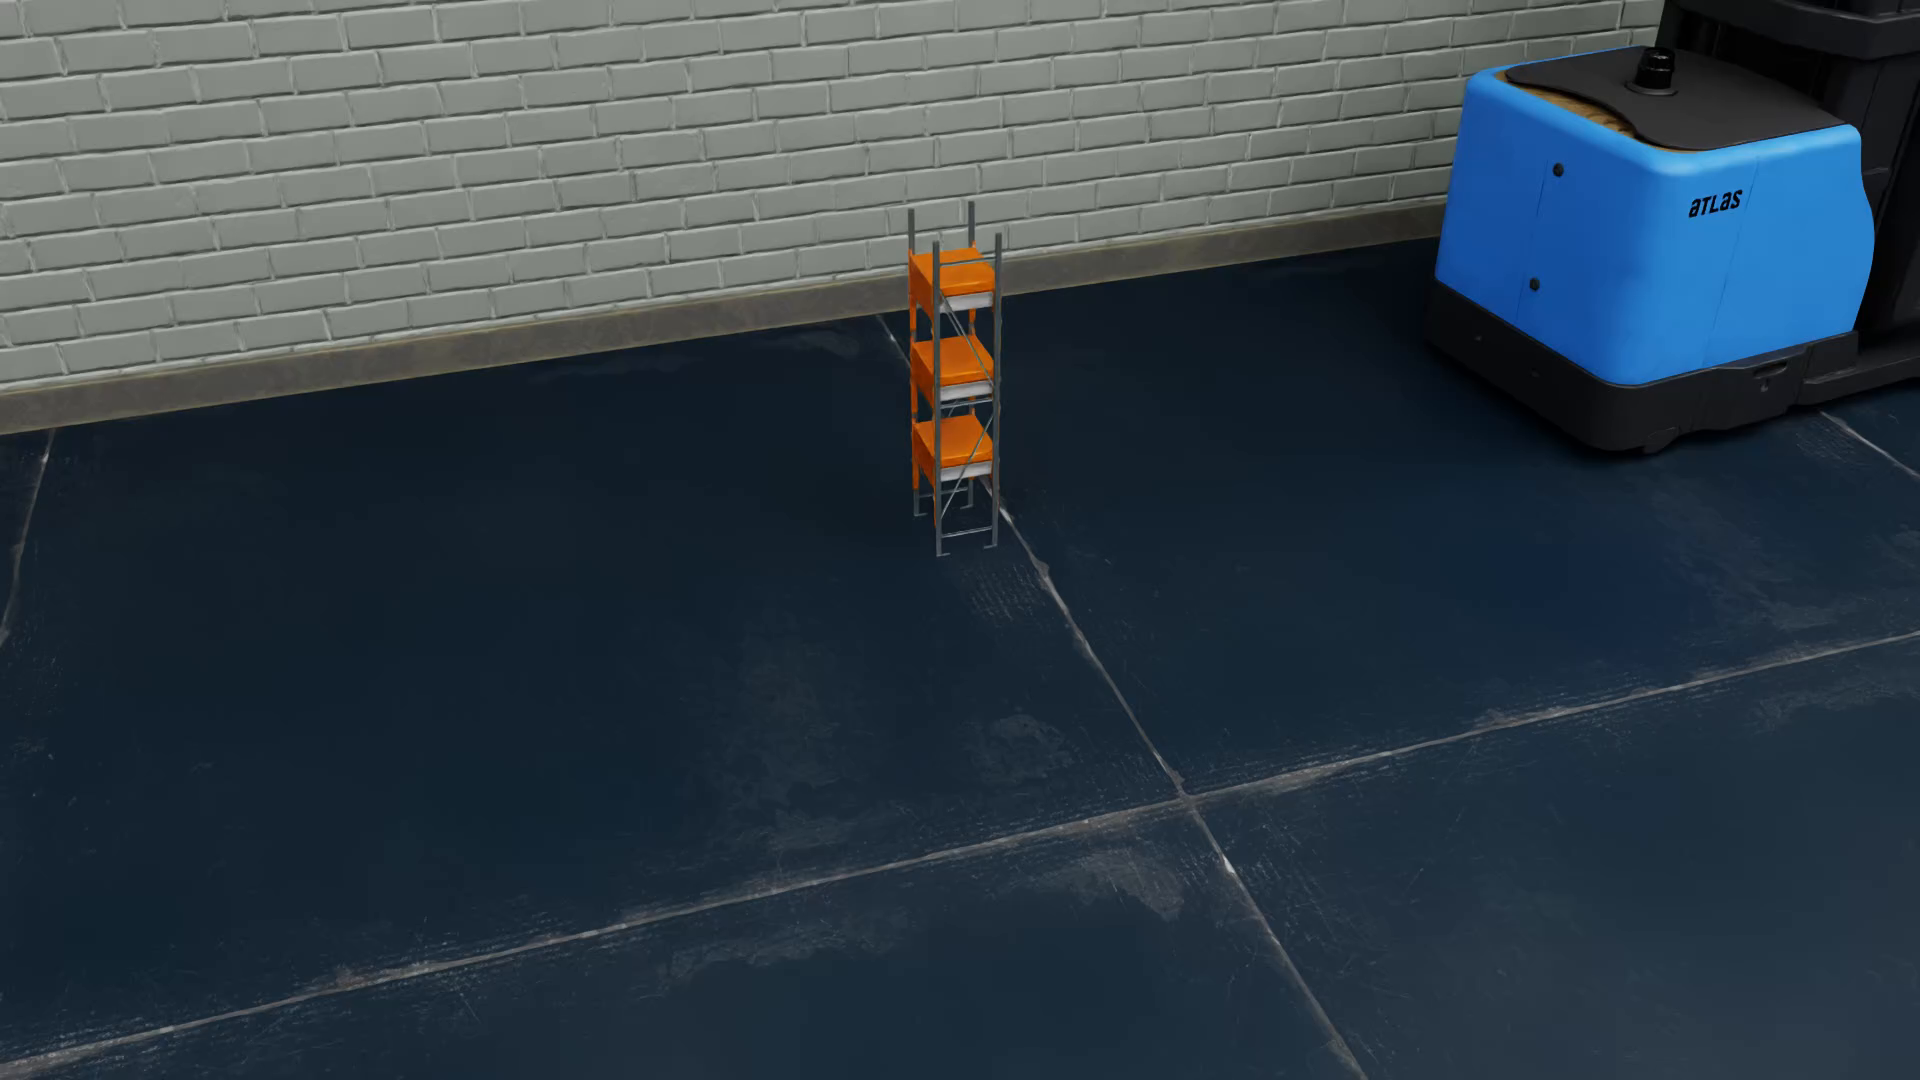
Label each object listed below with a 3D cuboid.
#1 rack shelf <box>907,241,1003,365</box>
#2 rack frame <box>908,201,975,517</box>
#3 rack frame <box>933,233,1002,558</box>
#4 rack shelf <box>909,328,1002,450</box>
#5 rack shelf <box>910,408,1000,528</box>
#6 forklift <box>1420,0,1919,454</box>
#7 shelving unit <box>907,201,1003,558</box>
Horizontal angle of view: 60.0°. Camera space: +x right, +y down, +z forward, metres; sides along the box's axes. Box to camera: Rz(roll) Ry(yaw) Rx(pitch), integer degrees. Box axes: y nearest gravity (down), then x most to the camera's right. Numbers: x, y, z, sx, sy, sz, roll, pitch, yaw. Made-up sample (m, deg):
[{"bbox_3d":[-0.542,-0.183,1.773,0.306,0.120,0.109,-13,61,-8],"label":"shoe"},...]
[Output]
[{"bbox_3d":[-0.016,-0.694,4.852,0.215,0.259,0.240,-10,35,-15],"label":"rack shelf"},{"bbox_3d":[-0.054,-0.530,5.100,0.200,1.050,0.008,-10,35,-15],"label":"rack frame"},{"bbox_3d":[0.021,-0.402,4.906,0.200,1.050,0.008,-10,35,-15],"label":"rack frame"},{"bbox_3d":[-0.016,-0.457,5.009,0.215,0.259,0.240,-10,35,-15],"label":"rack shelf"},{"bbox_3d":[-0.016,-0.225,5.162,0.215,0.259,0.240,-10,35,-15],"label":"rack shelf"},{"bbox_3d":[3.306,-2.050,5.694,3.031,2.935,1.130,-14,36,-20],"label":"forklift"},{"bbox_3d":[-0.016,-0.466,5.003,0.215,1.050,0.252,-10,35,-15],"label":"shelving unit"}]
